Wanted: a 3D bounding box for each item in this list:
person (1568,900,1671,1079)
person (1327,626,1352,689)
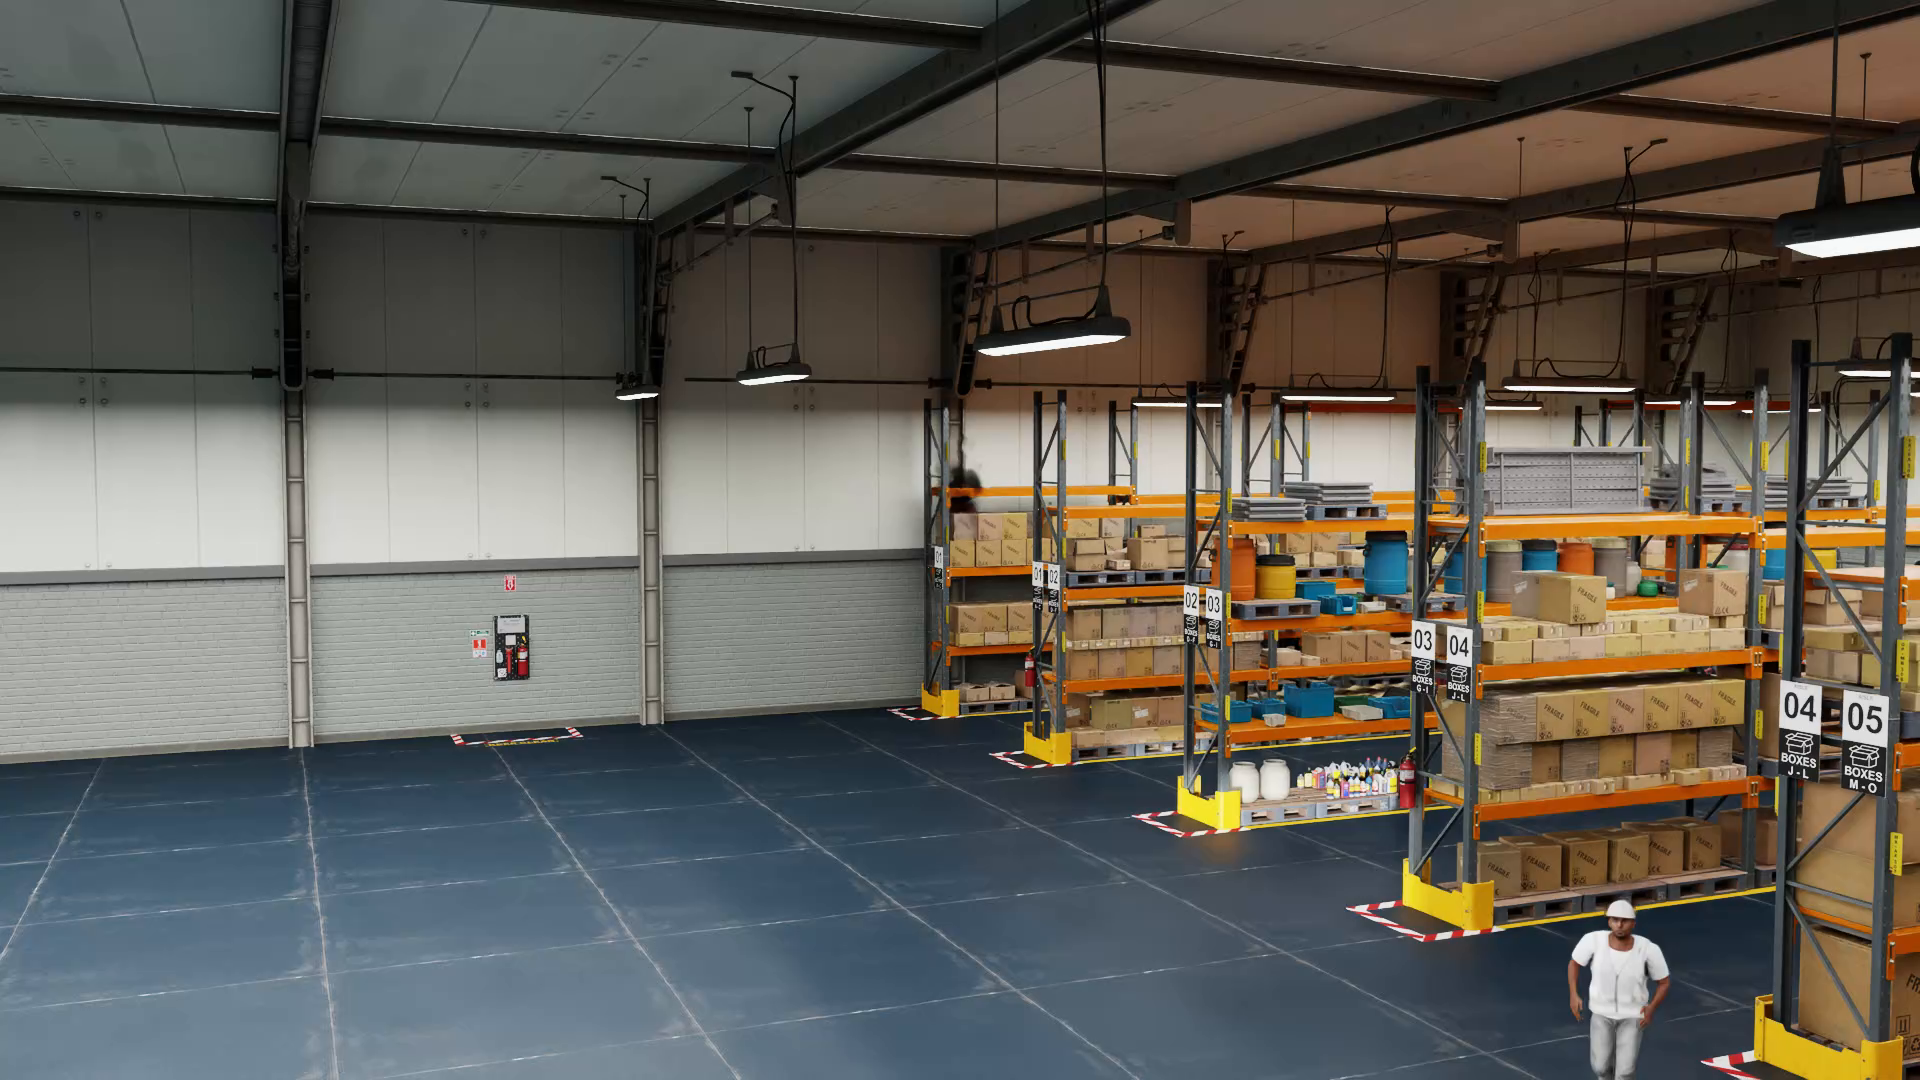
[{"bbox_3d":[4.991,3.565,12.614,0.731,1.726,0.612,2,4,27],"label":"person"},{"bbox_3d":[7.400,2.436,32.224,0.708,1.721,0.586,-2,4,-36],"label":"person"}]
